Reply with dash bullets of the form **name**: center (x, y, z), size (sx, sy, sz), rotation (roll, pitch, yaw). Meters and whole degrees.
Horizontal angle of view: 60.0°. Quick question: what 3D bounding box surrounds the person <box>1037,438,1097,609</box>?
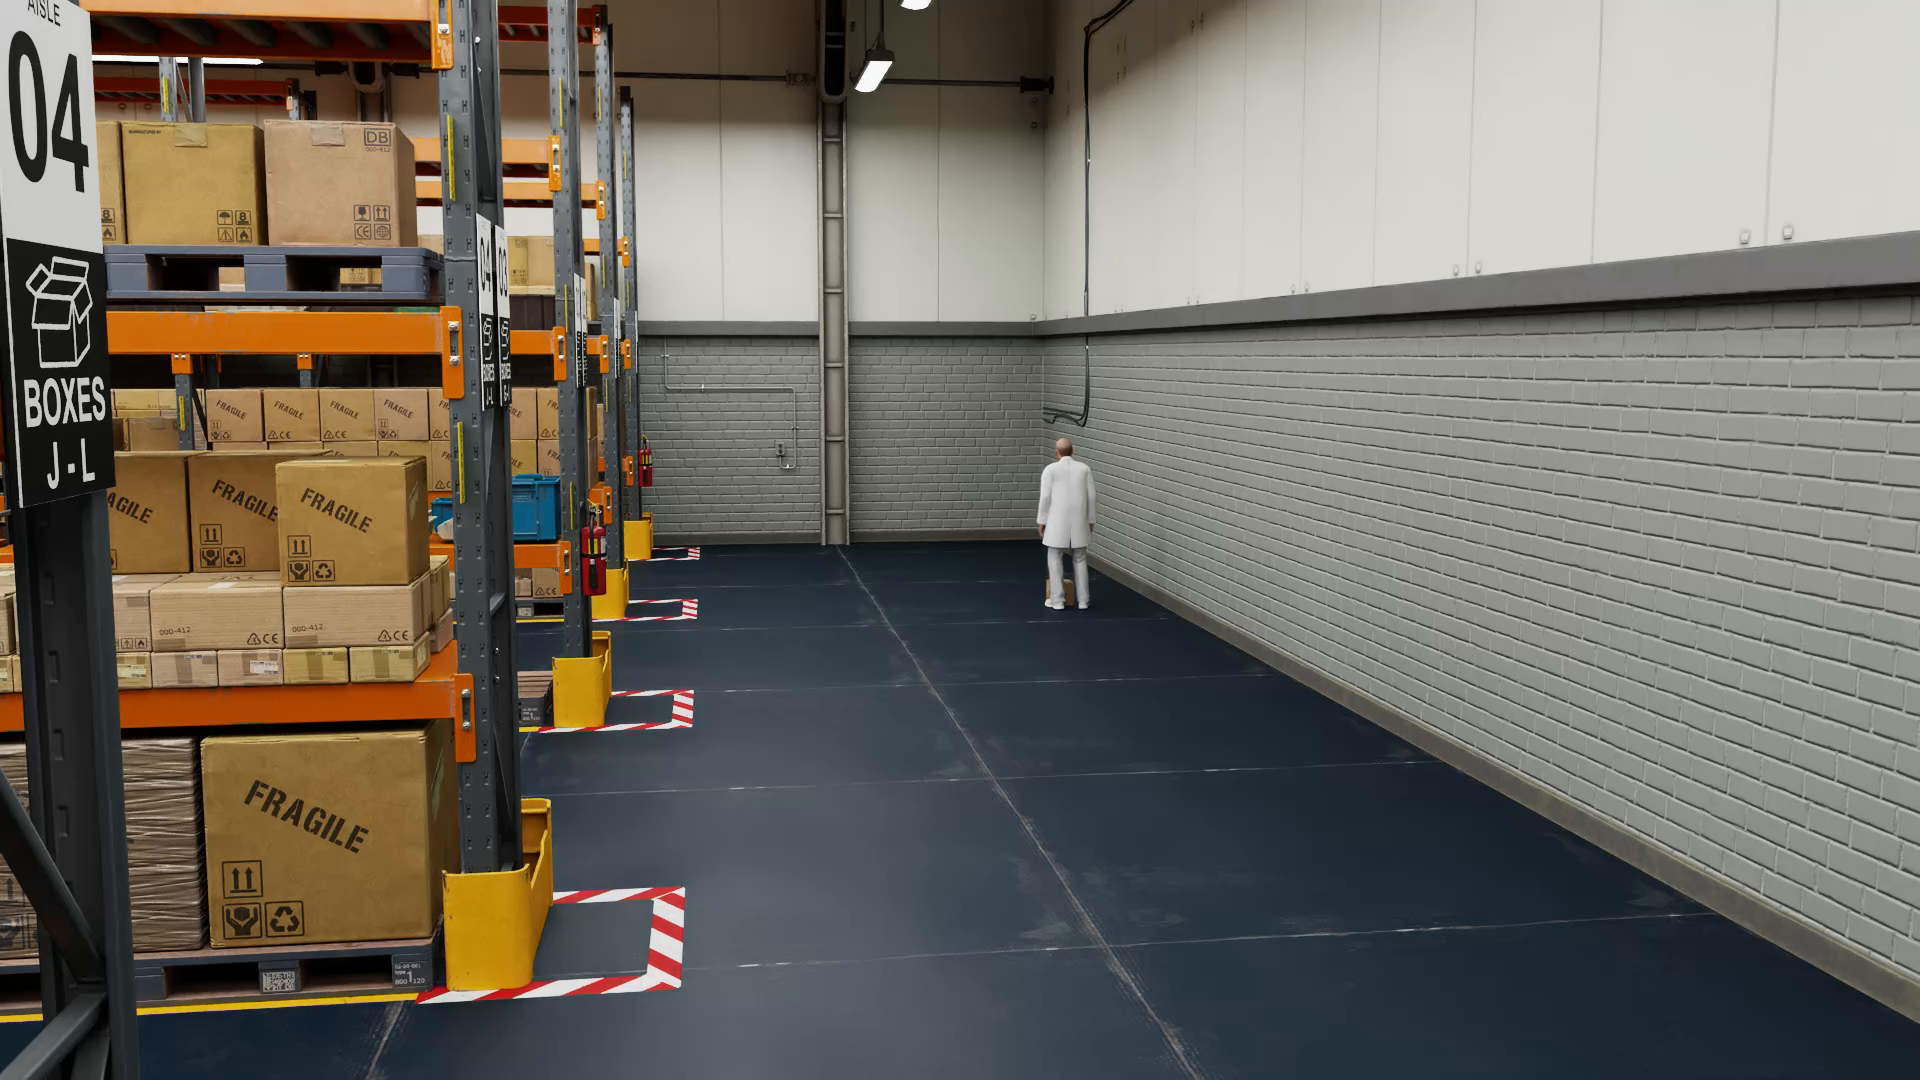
- **person**: center (1.109, -0.170, 17.315), size (0.642, 1.772, 0.428), rotation (-1, 6, -11)
